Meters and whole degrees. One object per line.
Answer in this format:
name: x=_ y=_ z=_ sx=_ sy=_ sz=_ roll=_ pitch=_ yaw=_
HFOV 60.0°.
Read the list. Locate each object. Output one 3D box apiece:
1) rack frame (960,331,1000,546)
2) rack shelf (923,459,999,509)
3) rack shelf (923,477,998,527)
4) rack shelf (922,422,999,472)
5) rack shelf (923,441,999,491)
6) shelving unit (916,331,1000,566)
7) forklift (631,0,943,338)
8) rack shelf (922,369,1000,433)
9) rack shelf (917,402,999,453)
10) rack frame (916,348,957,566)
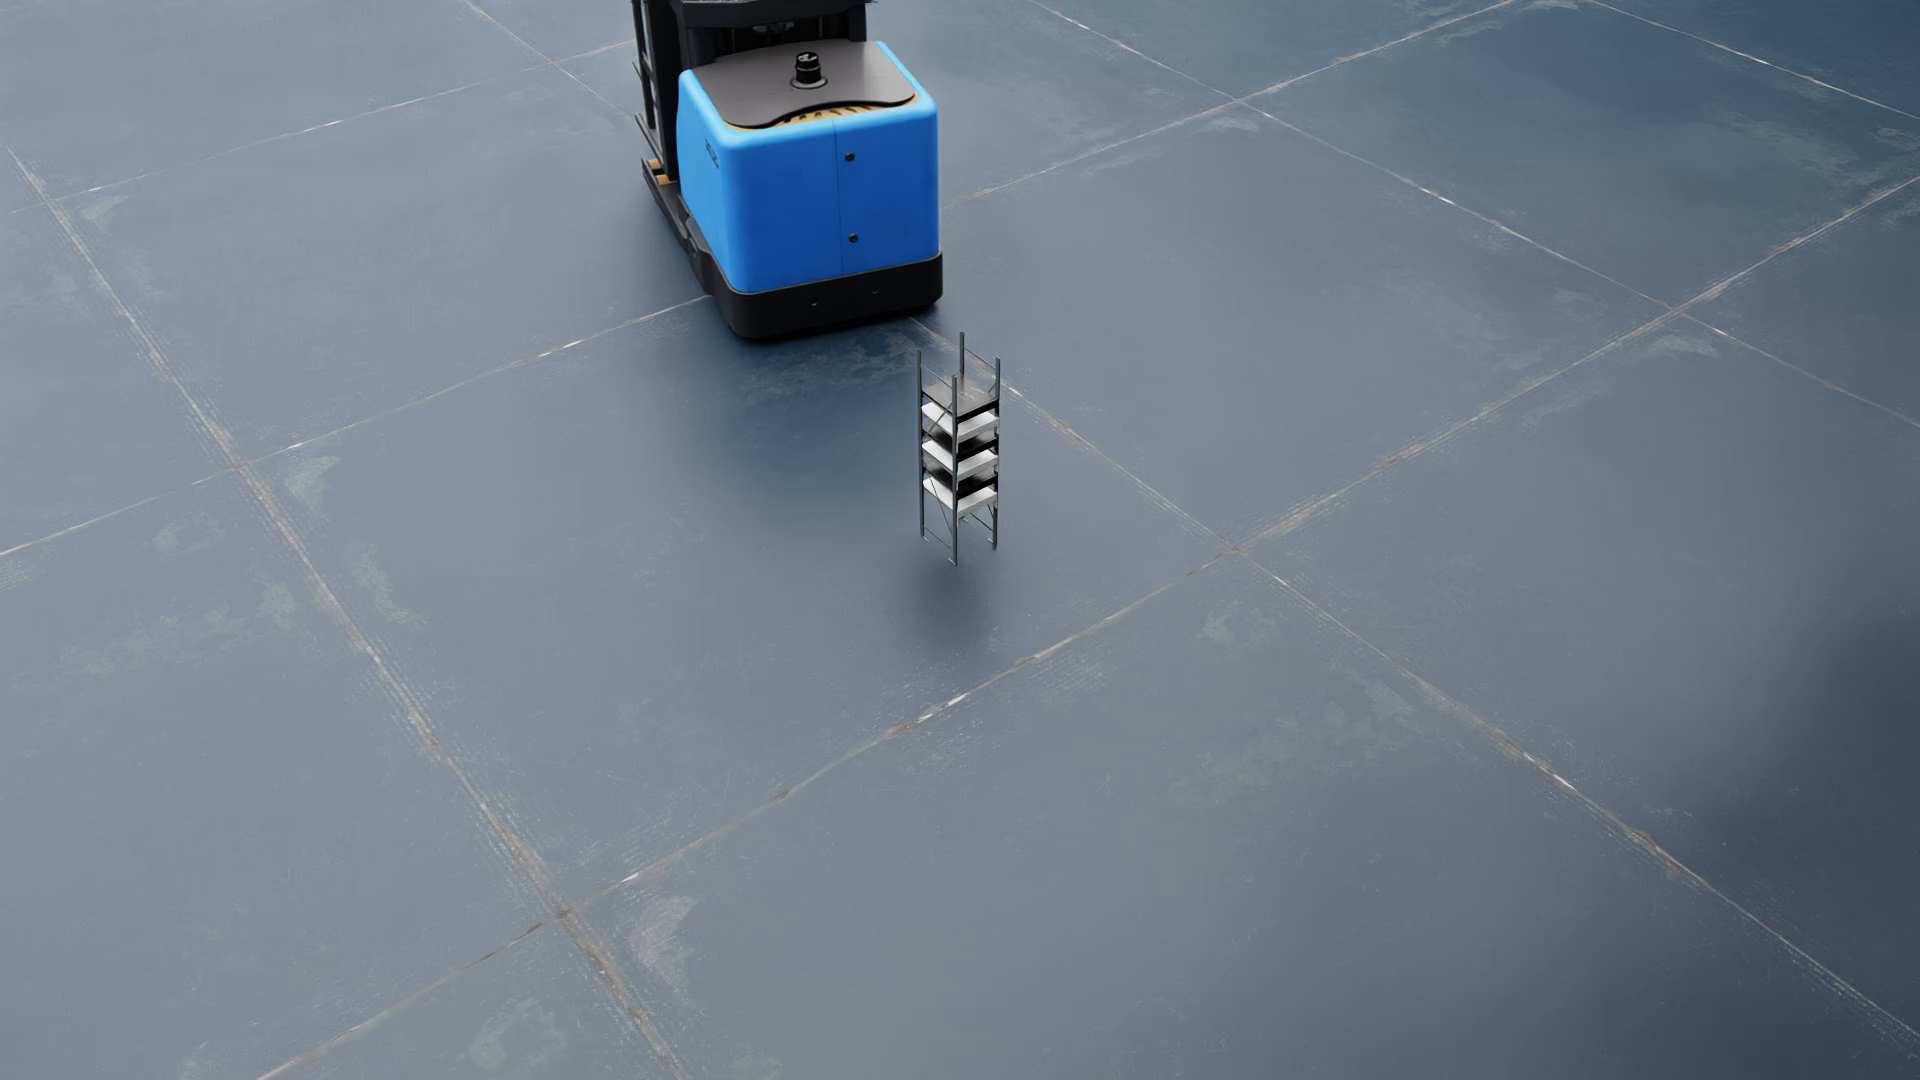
rack frame: x=0.074 y=-0.384 z=6.509 sx=0.006 sy=0.900 sz=0.240 roll=-26 pitch=46 yaw=-28
rack shelf: x=-0.006 y=-0.249 z=6.539 sx=0.200 sy=0.077 sz=0.258 roll=-26 pitch=46 yaw=-28
rack shelf: x=-0.006 y=-0.180 z=6.596 sx=0.200 sy=0.077 sz=0.258 roll=-26 pitch=46 yaw=-28
rack shelf: x=-0.006 y=-0.389 z=6.425 sx=0.200 sy=0.077 sz=0.258 roll=-26 pitch=46 yaw=-28
rack shelf: x=-0.006 y=-0.319 z=6.482 sx=0.200 sy=0.077 sz=0.258 roll=-26 pitch=46 yaw=-28
shelving unit: x=-0.006 y=-0.345 z=6.461 sx=0.210 sy=0.900 sz=0.258 roll=-26 pitch=46 yaw=-28
forklift: x=-1.088 y=-3.017 z=8.117 sx=1.130 sy=2.935 sz=3.031 roll=-14 pitch=41 yaw=-16
rack shelf: x=-0.006 y=-0.528 z=6.311 sx=0.200 sy=0.077 sz=0.258 roll=-26 pitch=46 yaw=-28
rack shelf: x=-0.006 y=-0.458 z=6.368 sx=0.200 sy=0.077 sz=0.258 roll=-26 pitch=46 yaw=-28
rack frame: x=-0.087 y=-0.305 z=6.413 sx=0.006 sy=0.900 sz=0.240 roll=-26 pitch=46 yaw=-28
